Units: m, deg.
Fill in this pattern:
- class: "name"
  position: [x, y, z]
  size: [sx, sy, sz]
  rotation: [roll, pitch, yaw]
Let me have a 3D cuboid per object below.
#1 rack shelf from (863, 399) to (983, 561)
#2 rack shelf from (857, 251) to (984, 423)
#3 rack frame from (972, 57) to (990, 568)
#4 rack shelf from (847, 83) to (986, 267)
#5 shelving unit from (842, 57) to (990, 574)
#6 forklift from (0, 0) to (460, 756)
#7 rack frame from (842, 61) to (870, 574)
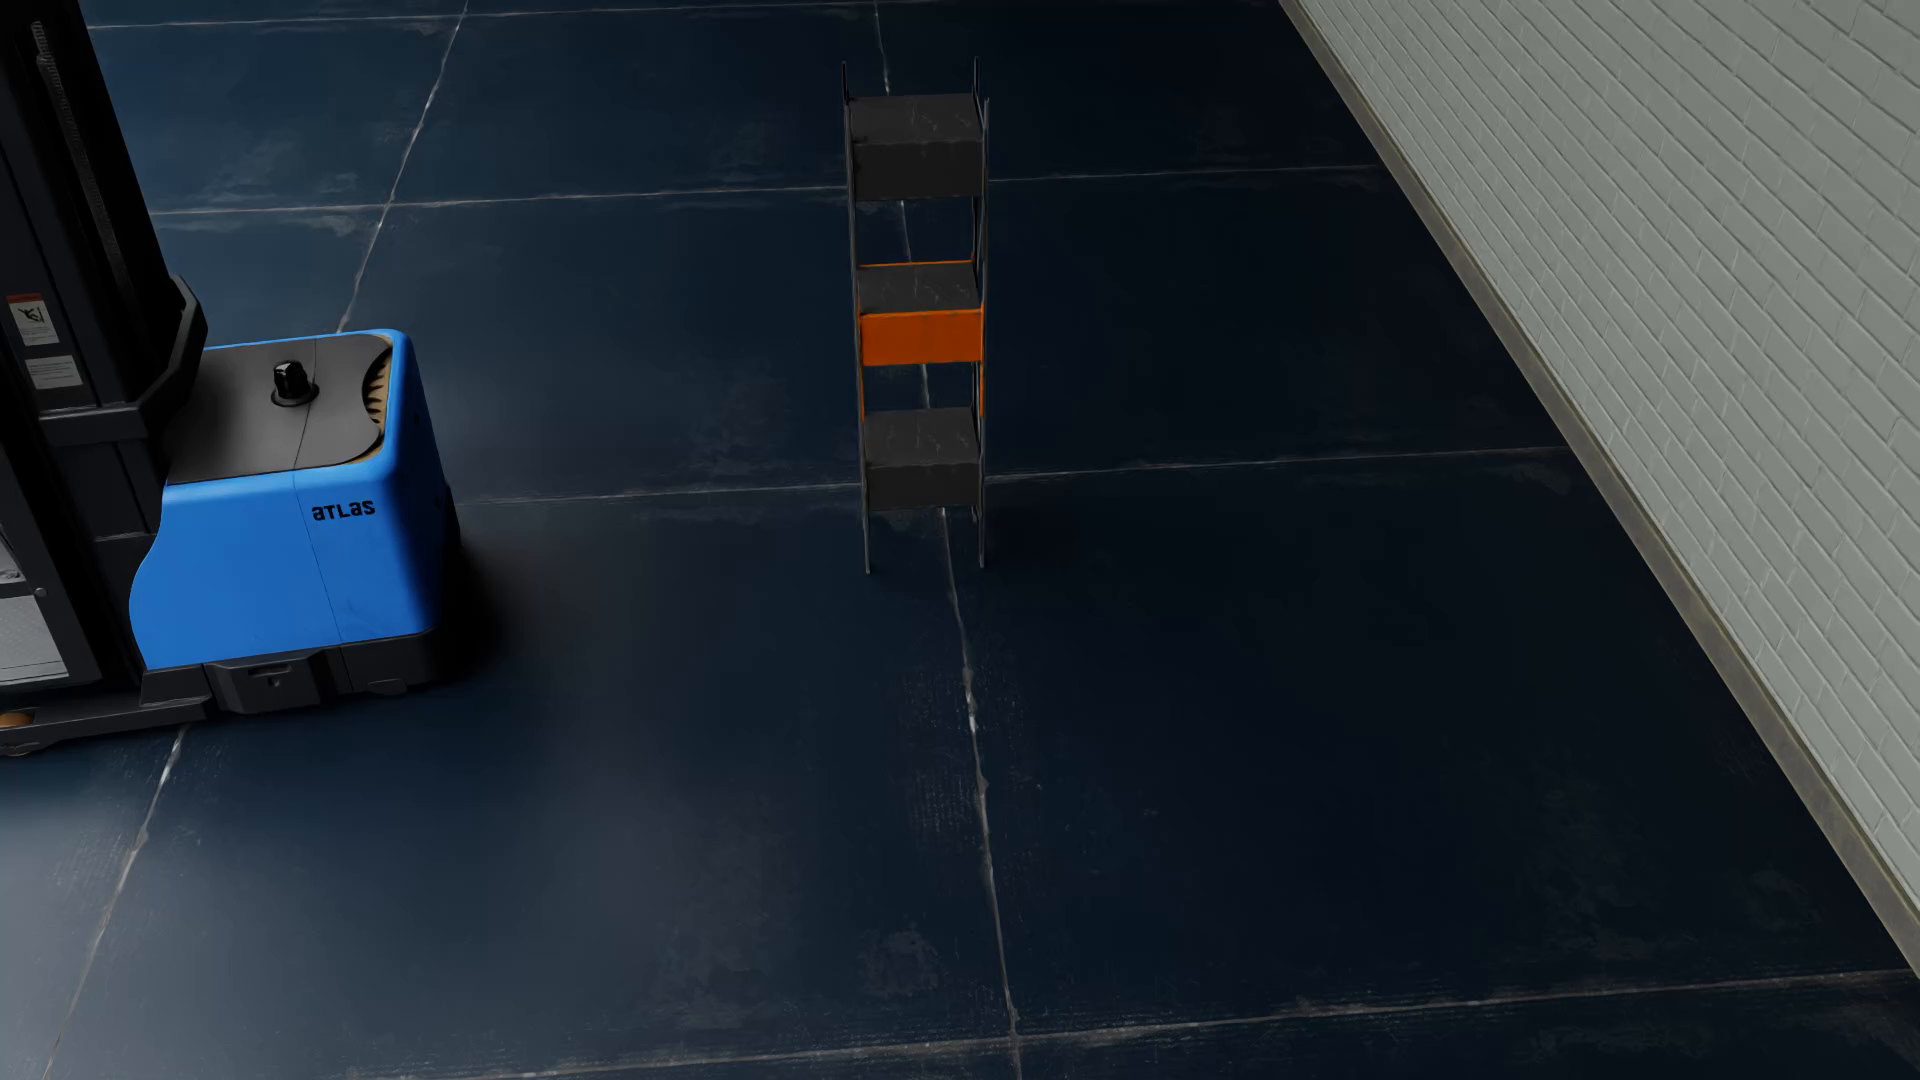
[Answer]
- class: "rack shelf"
  position: [-0.165, -0.255, 7.030]
  size: [0.480, 0.518, 0.431]
  rotation: [-3, 38, -4]
- class: "rack shelf"
  position: [-0.165, -0.805, 6.597]
  size: [0.480, 0.518, 0.431]
  rotation: [-3, 38, -4]
- class: "rack frame"
  position: [0.078, -0.829, 6.605]
  size: [0.015, 2.100, 0.400]
  rotation: [-3, 38, -4]
- class: "rack shelf"
  position: [-0.165, -1.354, 6.163]
  size: [0.480, 0.518, 0.431]
  rotation: [-3, 38, -4]
- class: "shelving unit"
  position: [-0.165, -0.815, 6.588]
  size: [0.503, 2.100, 0.431]
  rotation: [-3, 38, -4]
- class: "forklift"
  position: [-3.549, -0.676, 5.740]
  size: [3.031, 2.935, 1.130]
  rotation: [-8, 39, -10]
- class: "rack frame"
  position: [-0.408, -0.802, 6.571]
  size: [0.015, 2.100, 0.400]
  rotation: [-3, 38, -4]
